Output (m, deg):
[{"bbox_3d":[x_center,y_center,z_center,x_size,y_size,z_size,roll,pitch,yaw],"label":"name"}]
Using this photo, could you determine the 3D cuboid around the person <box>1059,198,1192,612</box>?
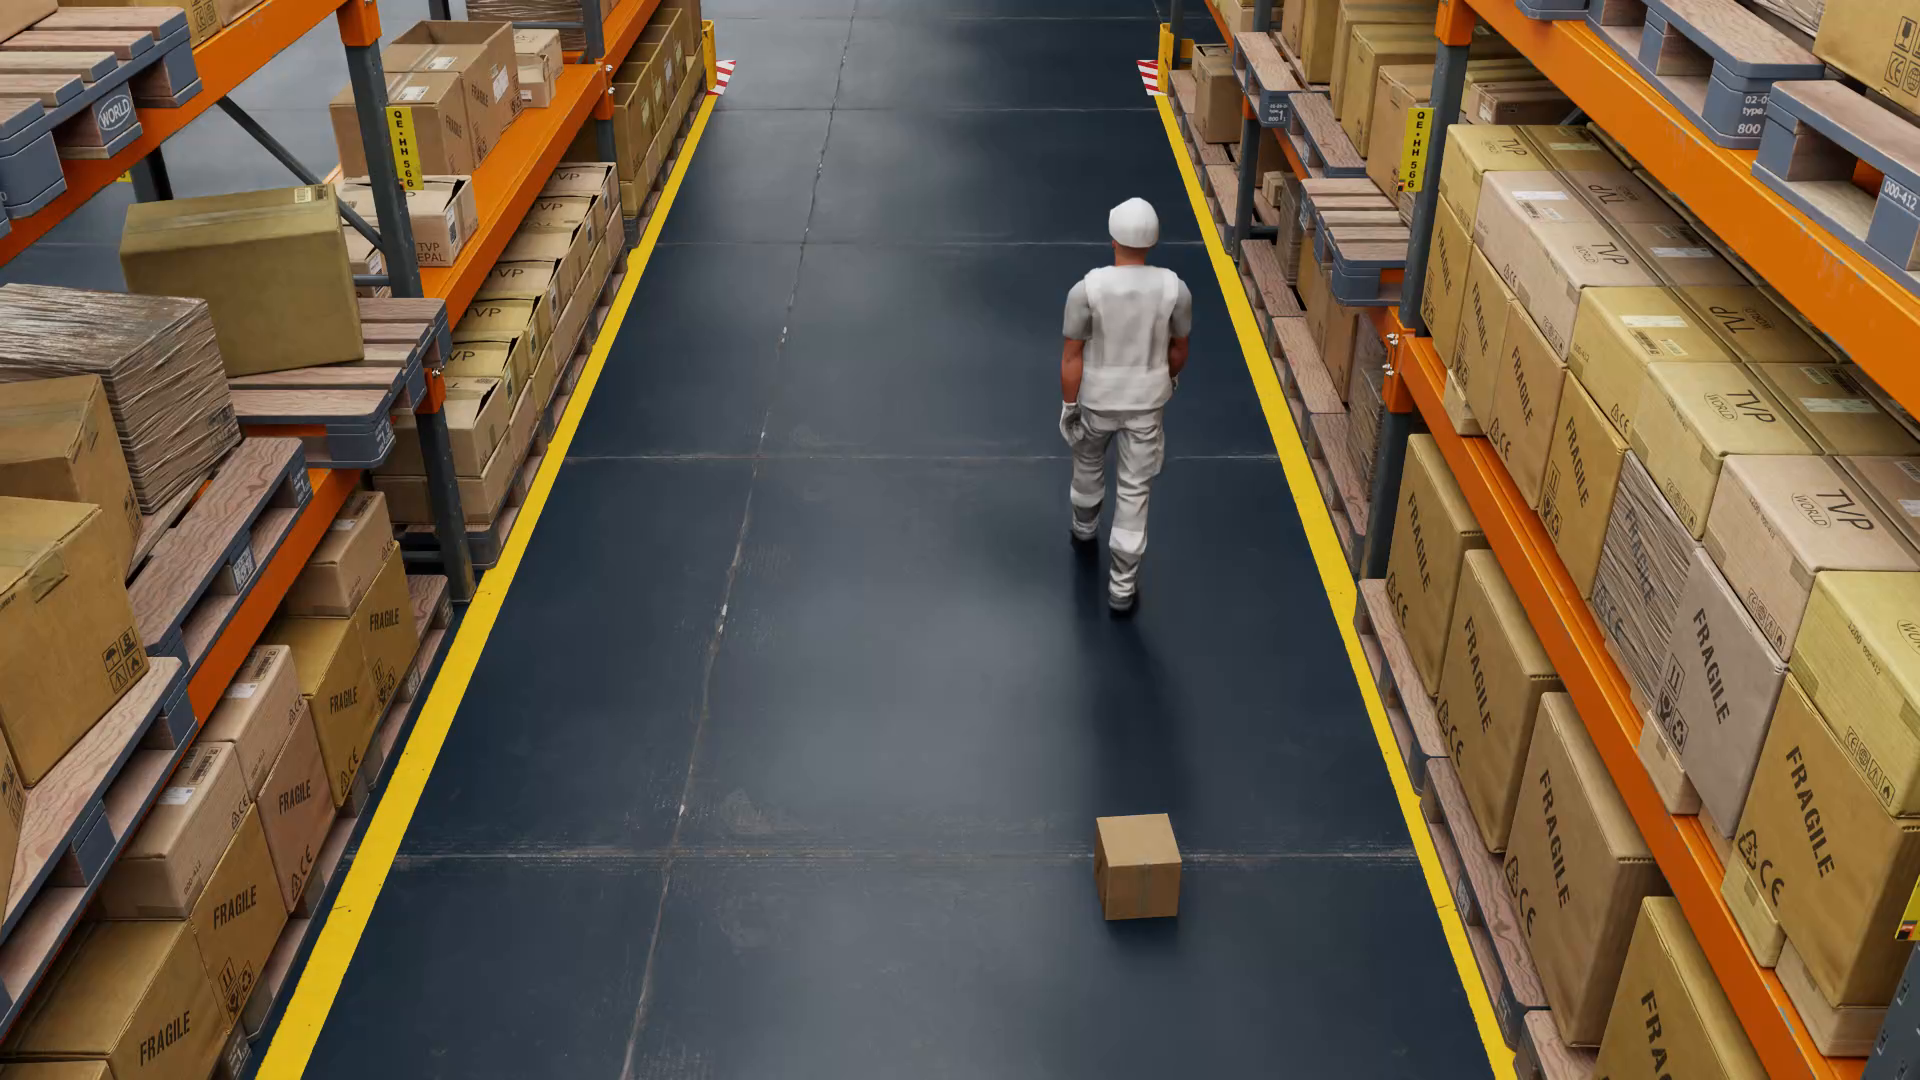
[{"bbox_3d":[0.694,-0.636,7.145,0.542,1.787,0.865,1,31,2],"label":"person"}]
